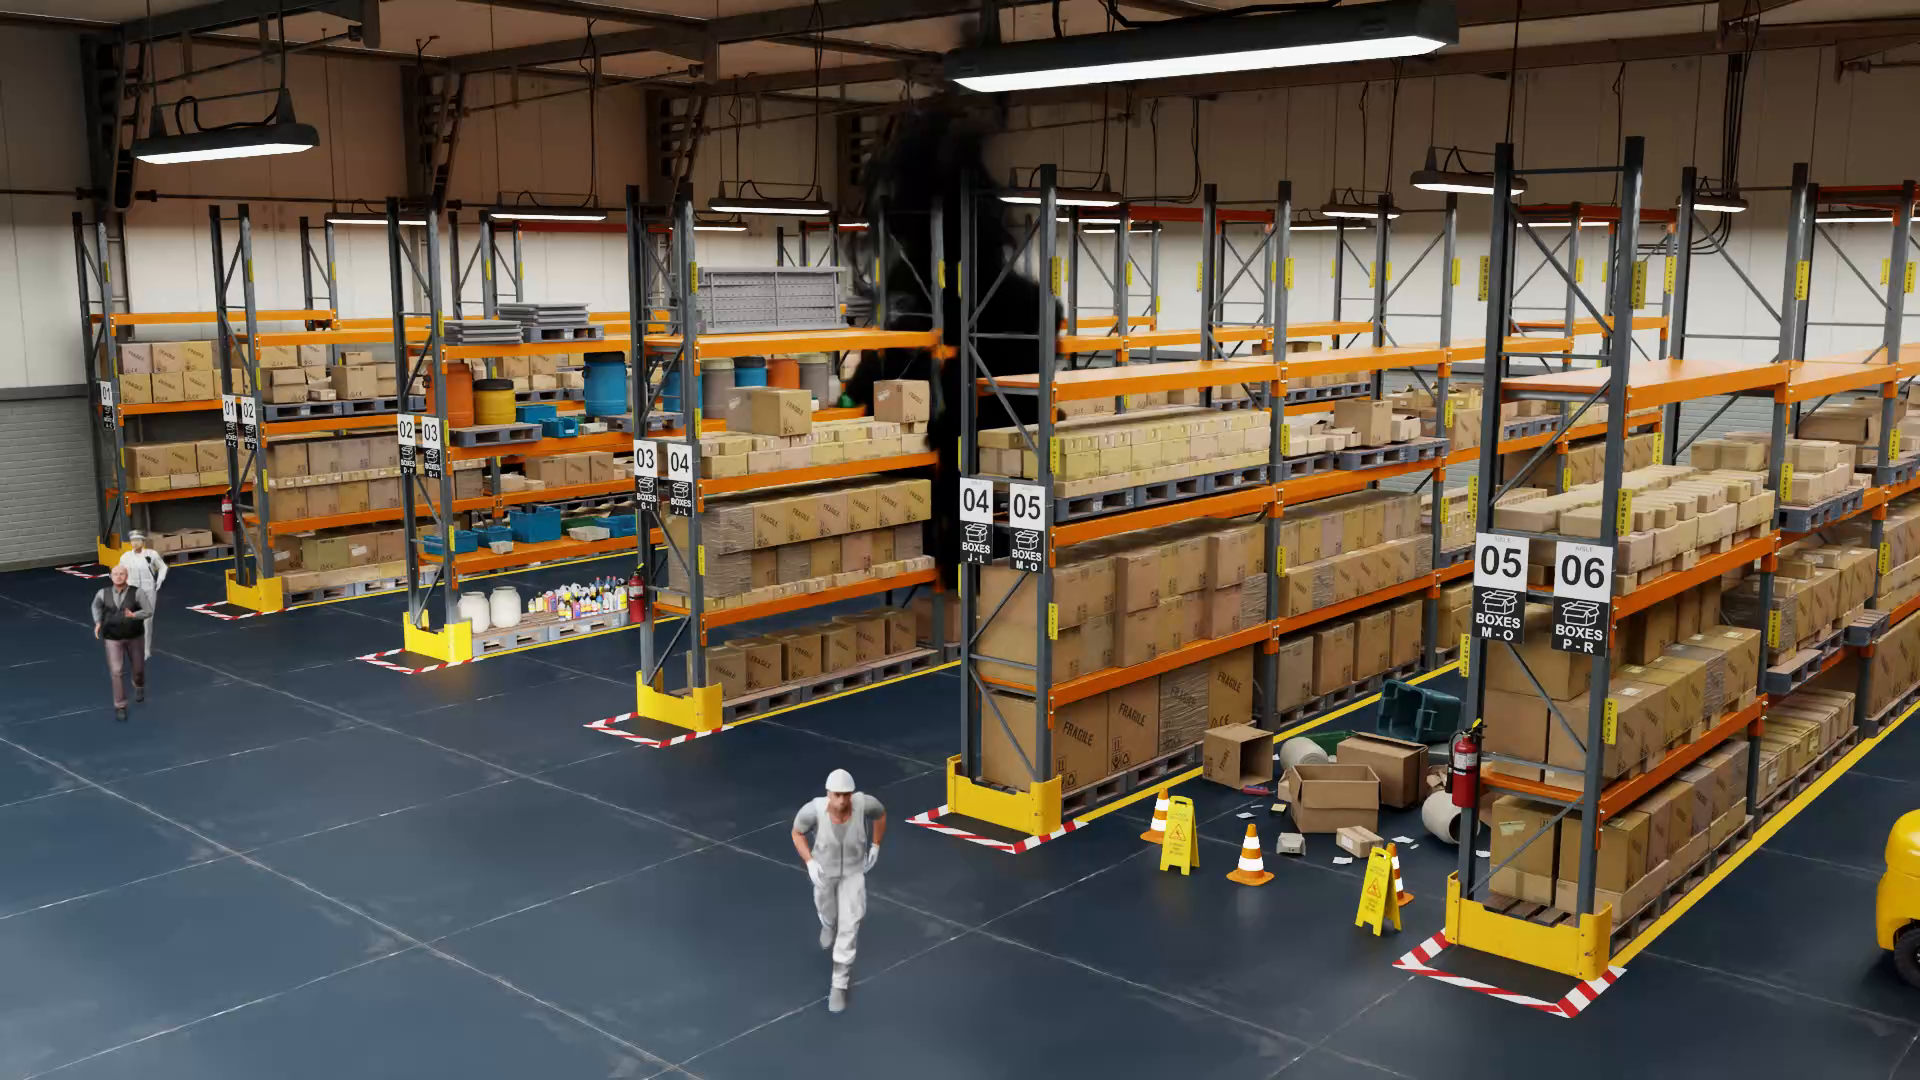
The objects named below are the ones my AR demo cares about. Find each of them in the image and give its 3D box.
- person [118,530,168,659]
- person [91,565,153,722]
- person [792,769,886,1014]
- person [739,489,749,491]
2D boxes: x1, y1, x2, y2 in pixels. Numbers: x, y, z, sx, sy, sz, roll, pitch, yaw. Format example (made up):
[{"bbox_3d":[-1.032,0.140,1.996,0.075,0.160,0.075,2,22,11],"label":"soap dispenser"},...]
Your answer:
[{"bbox_3d":[-10.895,0.685,22.191,0.624,1.695,0.780,-4,10,-21],"label":"person"},{"bbox_3d":[-9.596,1.149,19.095,0.653,1.691,0.967,-4,10,-23],"label":"person"},{"bbox_3d":[-0.874,2.383,11.936,0.681,1.741,1.032,-2,10,-13],"label":"person"},{"bbox_3d":[-3.691,-0.480,29.236,0.578,1.618,0.579,6,11,34],"label":"person"}]
